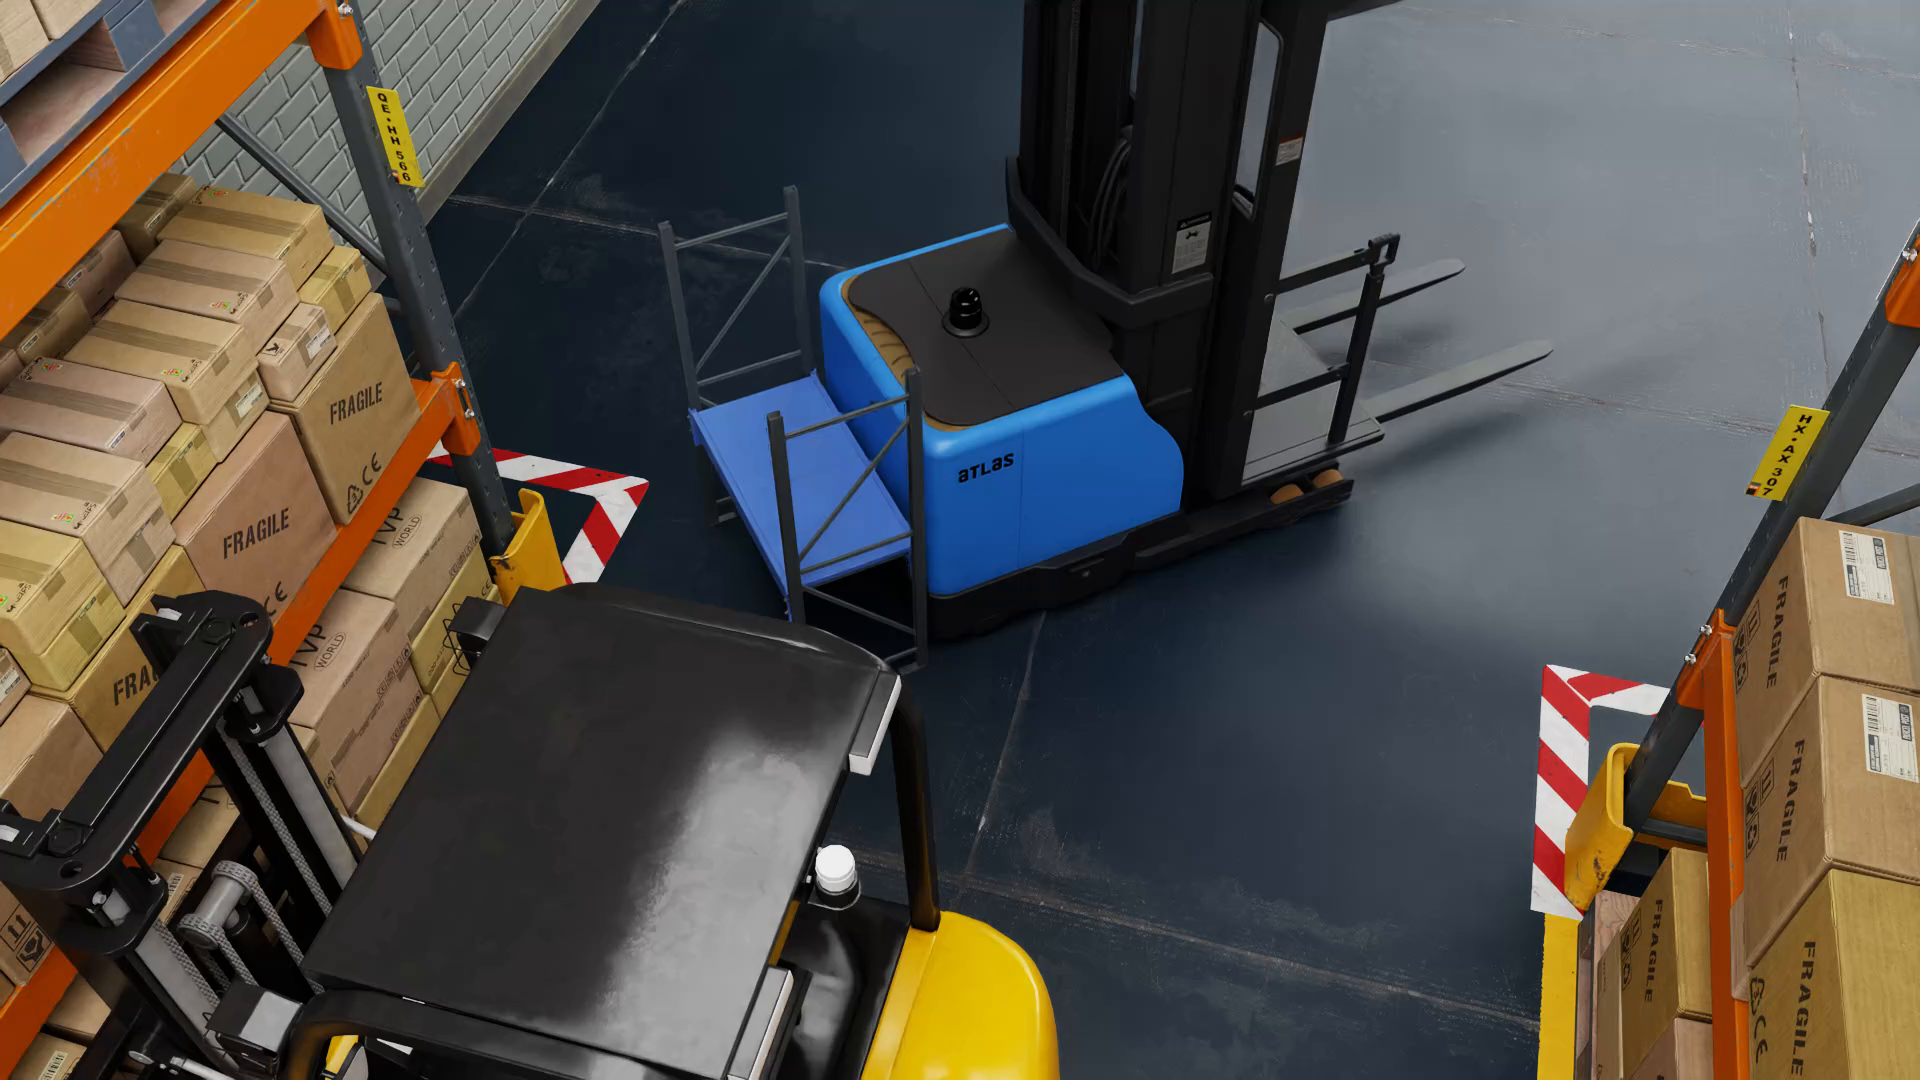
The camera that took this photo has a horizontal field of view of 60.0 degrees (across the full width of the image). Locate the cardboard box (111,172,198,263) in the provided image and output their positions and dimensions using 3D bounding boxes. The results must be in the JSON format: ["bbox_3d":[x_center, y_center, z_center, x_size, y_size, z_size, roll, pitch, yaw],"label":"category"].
[{"bbox_3d":[-2.428,-0.950,4.809,0.380,0.149,0.250,11,49,9],"label":"cardboard box"}]

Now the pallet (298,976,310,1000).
[{"bbox_3d":[-2.618,1.560,5.152,1.003,0.211,1.213,12,50,10],"label":"pallet"}]

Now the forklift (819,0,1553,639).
[{"bbox_3d":[1.025,-1.370,5.923,3.031,2.935,1.130,-20,52,-17],"label":"forklift"}]

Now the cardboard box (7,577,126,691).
[{"bbox_3d":[-2.269,0.187,4.004,0.380,0.149,0.250,12,50,10],"label":"cardboard box"}]

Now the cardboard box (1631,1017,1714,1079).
[{"bbox_3d":[2.038,1.621,4.292,0.500,0.500,0.500,10,49,9],"label":"cardboard box"}]

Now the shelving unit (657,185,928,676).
[{"bbox_3d":[-0.571,-0.297,5.931,0.538,1.500,1.048,-20,51,-17],"label":"shelving unit"}]

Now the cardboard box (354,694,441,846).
[{"bbox_3d":[-2.093,0.727,5.581,0.500,0.250,0.500,12,50,10],"label":"cardboard box"}]

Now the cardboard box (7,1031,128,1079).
[{"bbox_3d":[-2.492,1.511,4.221,0.500,0.250,0.500,13,50,11],"label":"cardboard box"}]

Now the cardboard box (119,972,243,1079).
[{"bbox_3d":[-2.353,1.314,4.729,0.500,0.250,0.500,11,50,10],"label":"cardboard box"}]

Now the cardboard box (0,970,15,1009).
[{"bbox_3d":[-2.565,1.040,3.684,0.500,0.500,0.500,11,50,10],"label":"cardboard box"}]

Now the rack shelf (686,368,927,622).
[{"bbox_3d":[-0.571,-0.178,6.066,0.538,0.185,1.000,-20,51,-17],"label":"rack shelf"}]

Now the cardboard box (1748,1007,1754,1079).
[{"bbox_3d":[2.019,1.190,3.785,0.380,0.149,0.250,13,50,11],"label":"cardboard box"}]

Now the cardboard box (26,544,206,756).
[{"bbox_3d":[-2.290,0.315,4.324,0.500,0.500,0.500,11,49,9],"label":"cardboard box"}]

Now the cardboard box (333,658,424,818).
[{"bbox_3d":[-2.103,0.576,5.381,0.500,0.250,0.500,11,50,10],"label":"cardboard box"}]

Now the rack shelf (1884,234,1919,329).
[{"bbox_3d":[2.130,0.865,2.384,1.077,0.370,4.000,12,50,10],"label":"rack shelf"}]

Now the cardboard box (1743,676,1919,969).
[{"bbox_3d":[2.130,0.704,3.782,0.500,0.500,0.500,13,50,11],"label":"cardboard box"}]

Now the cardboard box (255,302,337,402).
[{"bbox_3d":[-1.993,-0.555,4.659,0.380,0.149,0.250,12,50,11],"label":"cardboard box"}]

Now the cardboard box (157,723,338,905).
[{"bbox_3d":[-2.206,0.768,4.877,0.500,0.250,0.500,12,50,11],"label":"cardboard box"}]

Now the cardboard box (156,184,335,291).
[{"bbox_3d":[-2.025,-0.850,4.720,0.380,0.149,0.250,12,50,10],"label":"cardboard box"}]

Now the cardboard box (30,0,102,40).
[{"bbox_3d":[-2.059,-1.226,3.571,0.380,0.149,0.250,10,49,9],"label":"cardboard box"}]

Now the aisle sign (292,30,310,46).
[{"bbox_3d":[-1.833,-1.654,4.394,0.394,0.787,0.004,12,50,10],"label":"aisle sign"}]

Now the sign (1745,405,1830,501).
[{"bbox_3d":[2.132,-0.221,4.286,0.100,0.325,0.005,12,50,10],"label":"sign"}]

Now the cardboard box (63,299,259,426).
[{"bbox_3d":[-2.102,-0.471,4.386,0.380,0.149,0.250,13,50,11],"label":"cardboard box"}]

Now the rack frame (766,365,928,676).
[{"bbox_3d":[-0.352,0.047,5.627,0.500,1.500,0.032,-20,51,-17],"label":"rack frame"}]

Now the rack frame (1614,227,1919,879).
[{"bbox_3d":[2.656,0.173,4.516,1.000,3.000,0.127,12,50,10],"label":"rack frame"}]

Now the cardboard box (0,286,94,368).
[{"bbox_3d":[-2.585,-0.573,4.476,0.380,0.149,0.250,12,50,11],"label":"cardboard box"}]

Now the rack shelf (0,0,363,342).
[{"bbox_3d":[-2.660,-0.112,3.246,1.077,0.370,4.000,12,50,10],"label":"rack shelf"}]

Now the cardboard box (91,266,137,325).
[{"bbox_3d":[-2.477,-0.667,4.757,0.380,0.149,0.250,12,50,10],"label":"cardboard box"}]

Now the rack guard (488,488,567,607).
[{"bbox_3d":[-2.127,0.006,6.331,1.175,0.500,0.348,12,50,10],"label":"rack guard"}]

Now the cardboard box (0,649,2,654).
[{"bbox_3d":[-2.423,0.261,3.740,0.380,0.149,0.250,12,50,11],"label":"cardboard box"}]

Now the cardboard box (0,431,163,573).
[{"bbox_3d":[-2.201,-0.095,4.054,0.380,0.149,0.250,13,50,11],"label":"cardboard box"}]

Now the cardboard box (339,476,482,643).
[{"bbox_3d":[-1.954,0.030,5.528,0.500,0.250,0.500,13,50,11],"label":"cardboard box"}]

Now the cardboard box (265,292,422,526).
[{"bbox_3d":[-2.010,-0.430,4.981,0.500,0.500,0.500,11,49,9],"label":"cardboard box"}]

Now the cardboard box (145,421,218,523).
[{"bbox_3d":[-2.197,-0.203,4.348,0.380,0.149,0.250,11,50,10],"label":"cardboard box"}]
